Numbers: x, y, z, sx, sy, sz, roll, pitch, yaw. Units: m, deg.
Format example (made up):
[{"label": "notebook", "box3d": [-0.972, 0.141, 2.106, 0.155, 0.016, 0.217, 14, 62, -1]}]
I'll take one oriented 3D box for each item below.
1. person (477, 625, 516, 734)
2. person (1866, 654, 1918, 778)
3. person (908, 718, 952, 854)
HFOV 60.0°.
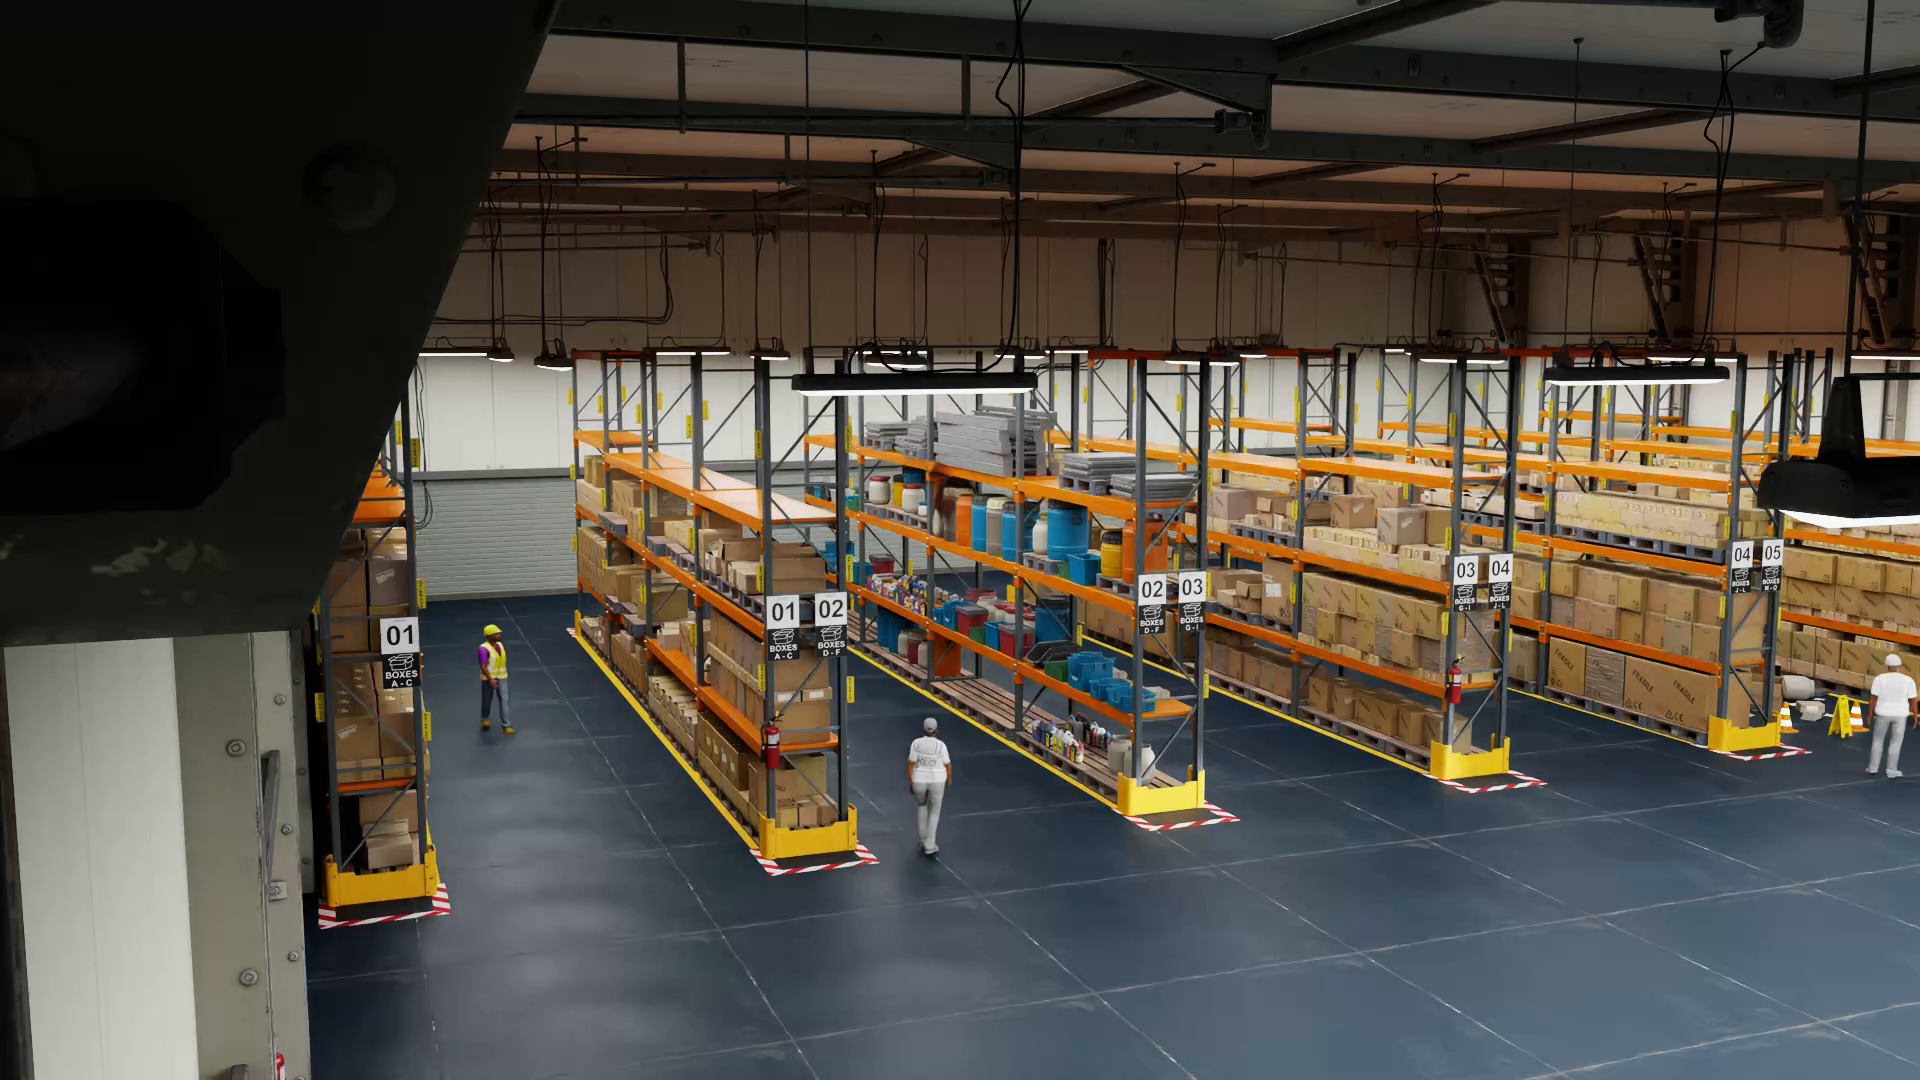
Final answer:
[{"label": "person", "box3d": [-7.397, 2.201, 26.356, 0.481, 1.721, 1.053, -4, 8, -28]}, {"label": "person", "box3d": [13.361, 2.511, 23.819, 0.623, 1.786, 0.479, 4, 8, 31]}, {"label": "person", "box3d": [-0.370, 3.012, 20.347, 0.507, 1.719, 0.578, 2, 7, 14]}]
